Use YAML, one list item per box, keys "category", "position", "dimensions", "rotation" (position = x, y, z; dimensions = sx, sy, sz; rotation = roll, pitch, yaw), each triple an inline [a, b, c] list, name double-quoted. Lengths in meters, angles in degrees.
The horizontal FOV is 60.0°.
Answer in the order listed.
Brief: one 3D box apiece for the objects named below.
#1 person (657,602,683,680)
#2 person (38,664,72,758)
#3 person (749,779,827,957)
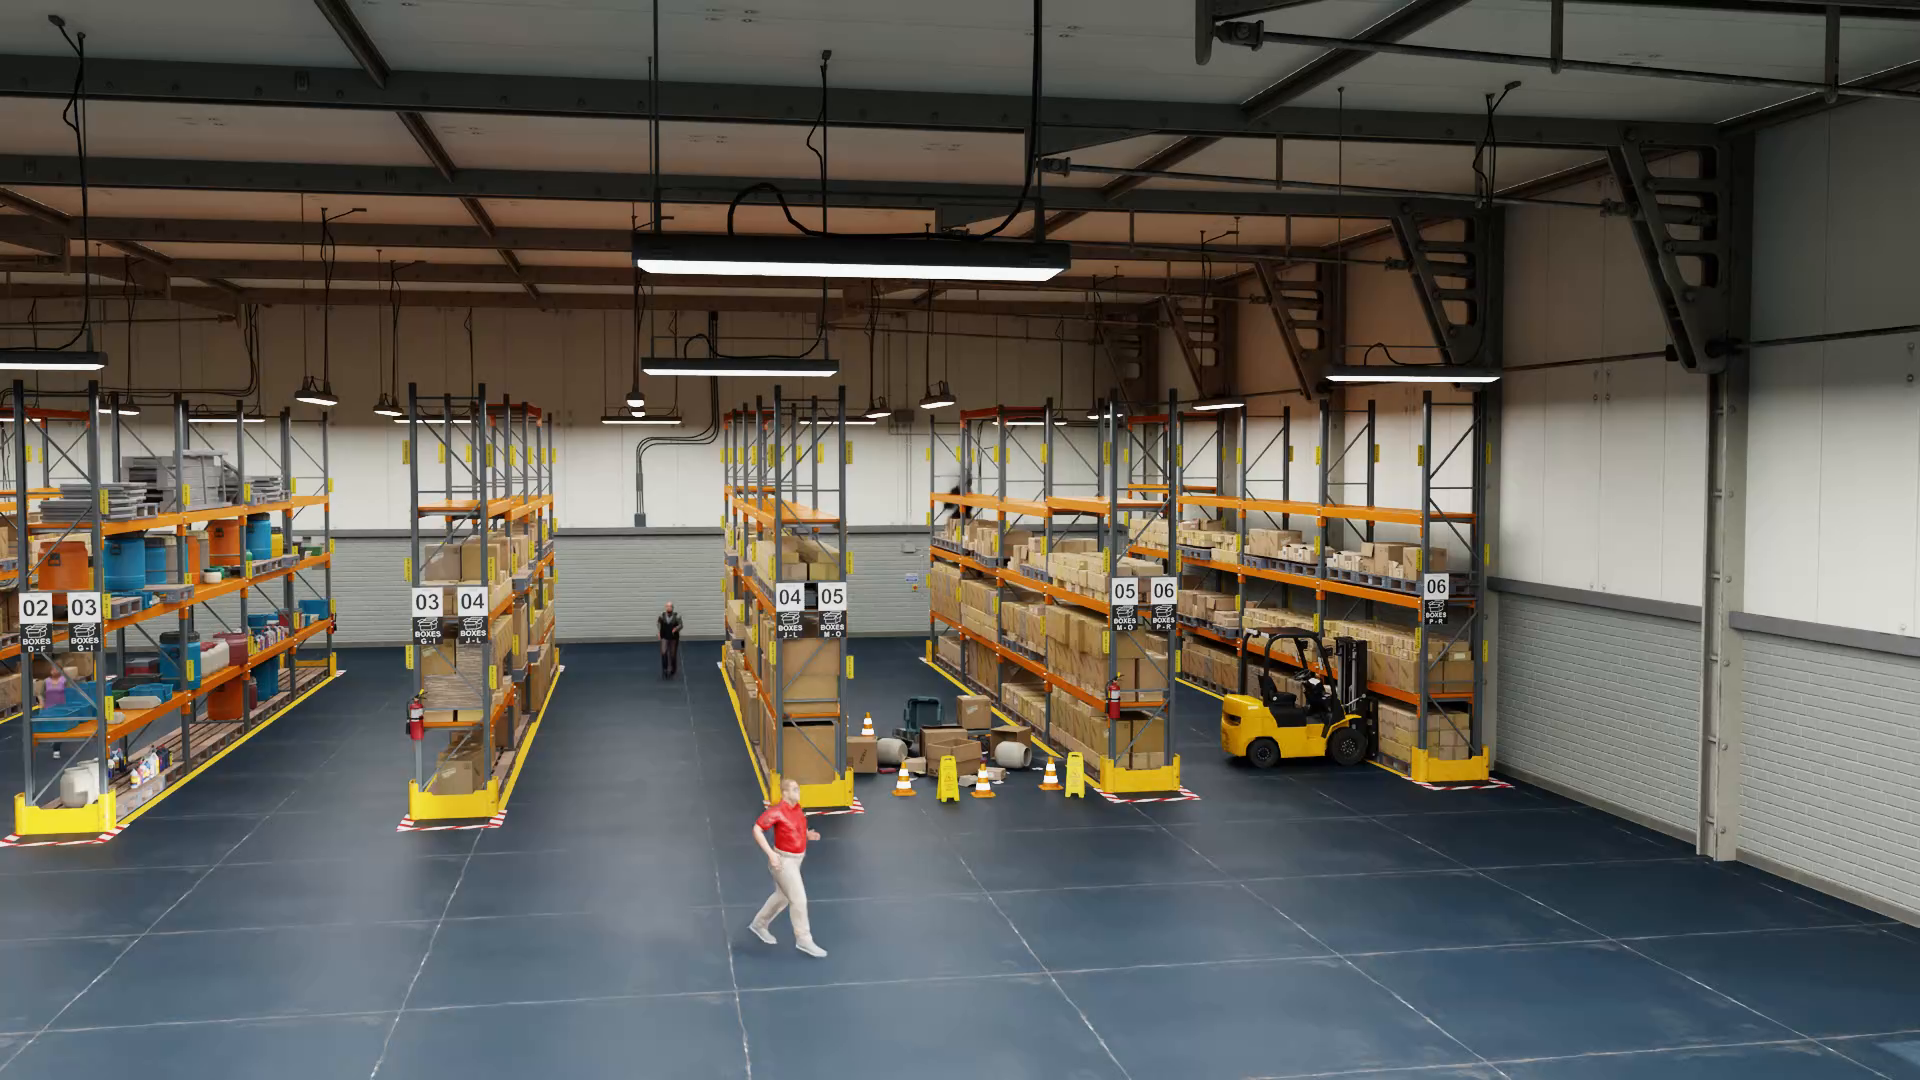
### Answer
- category: "person"
  position: [-6.530, 2.262, 37.467]
  dimensions: [0.597, 1.757, 0.861]
  rotation: [0, 3, -8]
- category: "person"
  position: [-15.029, 2.831, 27.645]
  dimensions: [0.538, 1.557, 0.505]
  rotation: [-1, 3, -26]
- category: "person"
  position: [-1.738, 3.271, 16.757]
  dimensions: [0.899, 1.746, 0.665]
  rotation: [1, 3, 16]
